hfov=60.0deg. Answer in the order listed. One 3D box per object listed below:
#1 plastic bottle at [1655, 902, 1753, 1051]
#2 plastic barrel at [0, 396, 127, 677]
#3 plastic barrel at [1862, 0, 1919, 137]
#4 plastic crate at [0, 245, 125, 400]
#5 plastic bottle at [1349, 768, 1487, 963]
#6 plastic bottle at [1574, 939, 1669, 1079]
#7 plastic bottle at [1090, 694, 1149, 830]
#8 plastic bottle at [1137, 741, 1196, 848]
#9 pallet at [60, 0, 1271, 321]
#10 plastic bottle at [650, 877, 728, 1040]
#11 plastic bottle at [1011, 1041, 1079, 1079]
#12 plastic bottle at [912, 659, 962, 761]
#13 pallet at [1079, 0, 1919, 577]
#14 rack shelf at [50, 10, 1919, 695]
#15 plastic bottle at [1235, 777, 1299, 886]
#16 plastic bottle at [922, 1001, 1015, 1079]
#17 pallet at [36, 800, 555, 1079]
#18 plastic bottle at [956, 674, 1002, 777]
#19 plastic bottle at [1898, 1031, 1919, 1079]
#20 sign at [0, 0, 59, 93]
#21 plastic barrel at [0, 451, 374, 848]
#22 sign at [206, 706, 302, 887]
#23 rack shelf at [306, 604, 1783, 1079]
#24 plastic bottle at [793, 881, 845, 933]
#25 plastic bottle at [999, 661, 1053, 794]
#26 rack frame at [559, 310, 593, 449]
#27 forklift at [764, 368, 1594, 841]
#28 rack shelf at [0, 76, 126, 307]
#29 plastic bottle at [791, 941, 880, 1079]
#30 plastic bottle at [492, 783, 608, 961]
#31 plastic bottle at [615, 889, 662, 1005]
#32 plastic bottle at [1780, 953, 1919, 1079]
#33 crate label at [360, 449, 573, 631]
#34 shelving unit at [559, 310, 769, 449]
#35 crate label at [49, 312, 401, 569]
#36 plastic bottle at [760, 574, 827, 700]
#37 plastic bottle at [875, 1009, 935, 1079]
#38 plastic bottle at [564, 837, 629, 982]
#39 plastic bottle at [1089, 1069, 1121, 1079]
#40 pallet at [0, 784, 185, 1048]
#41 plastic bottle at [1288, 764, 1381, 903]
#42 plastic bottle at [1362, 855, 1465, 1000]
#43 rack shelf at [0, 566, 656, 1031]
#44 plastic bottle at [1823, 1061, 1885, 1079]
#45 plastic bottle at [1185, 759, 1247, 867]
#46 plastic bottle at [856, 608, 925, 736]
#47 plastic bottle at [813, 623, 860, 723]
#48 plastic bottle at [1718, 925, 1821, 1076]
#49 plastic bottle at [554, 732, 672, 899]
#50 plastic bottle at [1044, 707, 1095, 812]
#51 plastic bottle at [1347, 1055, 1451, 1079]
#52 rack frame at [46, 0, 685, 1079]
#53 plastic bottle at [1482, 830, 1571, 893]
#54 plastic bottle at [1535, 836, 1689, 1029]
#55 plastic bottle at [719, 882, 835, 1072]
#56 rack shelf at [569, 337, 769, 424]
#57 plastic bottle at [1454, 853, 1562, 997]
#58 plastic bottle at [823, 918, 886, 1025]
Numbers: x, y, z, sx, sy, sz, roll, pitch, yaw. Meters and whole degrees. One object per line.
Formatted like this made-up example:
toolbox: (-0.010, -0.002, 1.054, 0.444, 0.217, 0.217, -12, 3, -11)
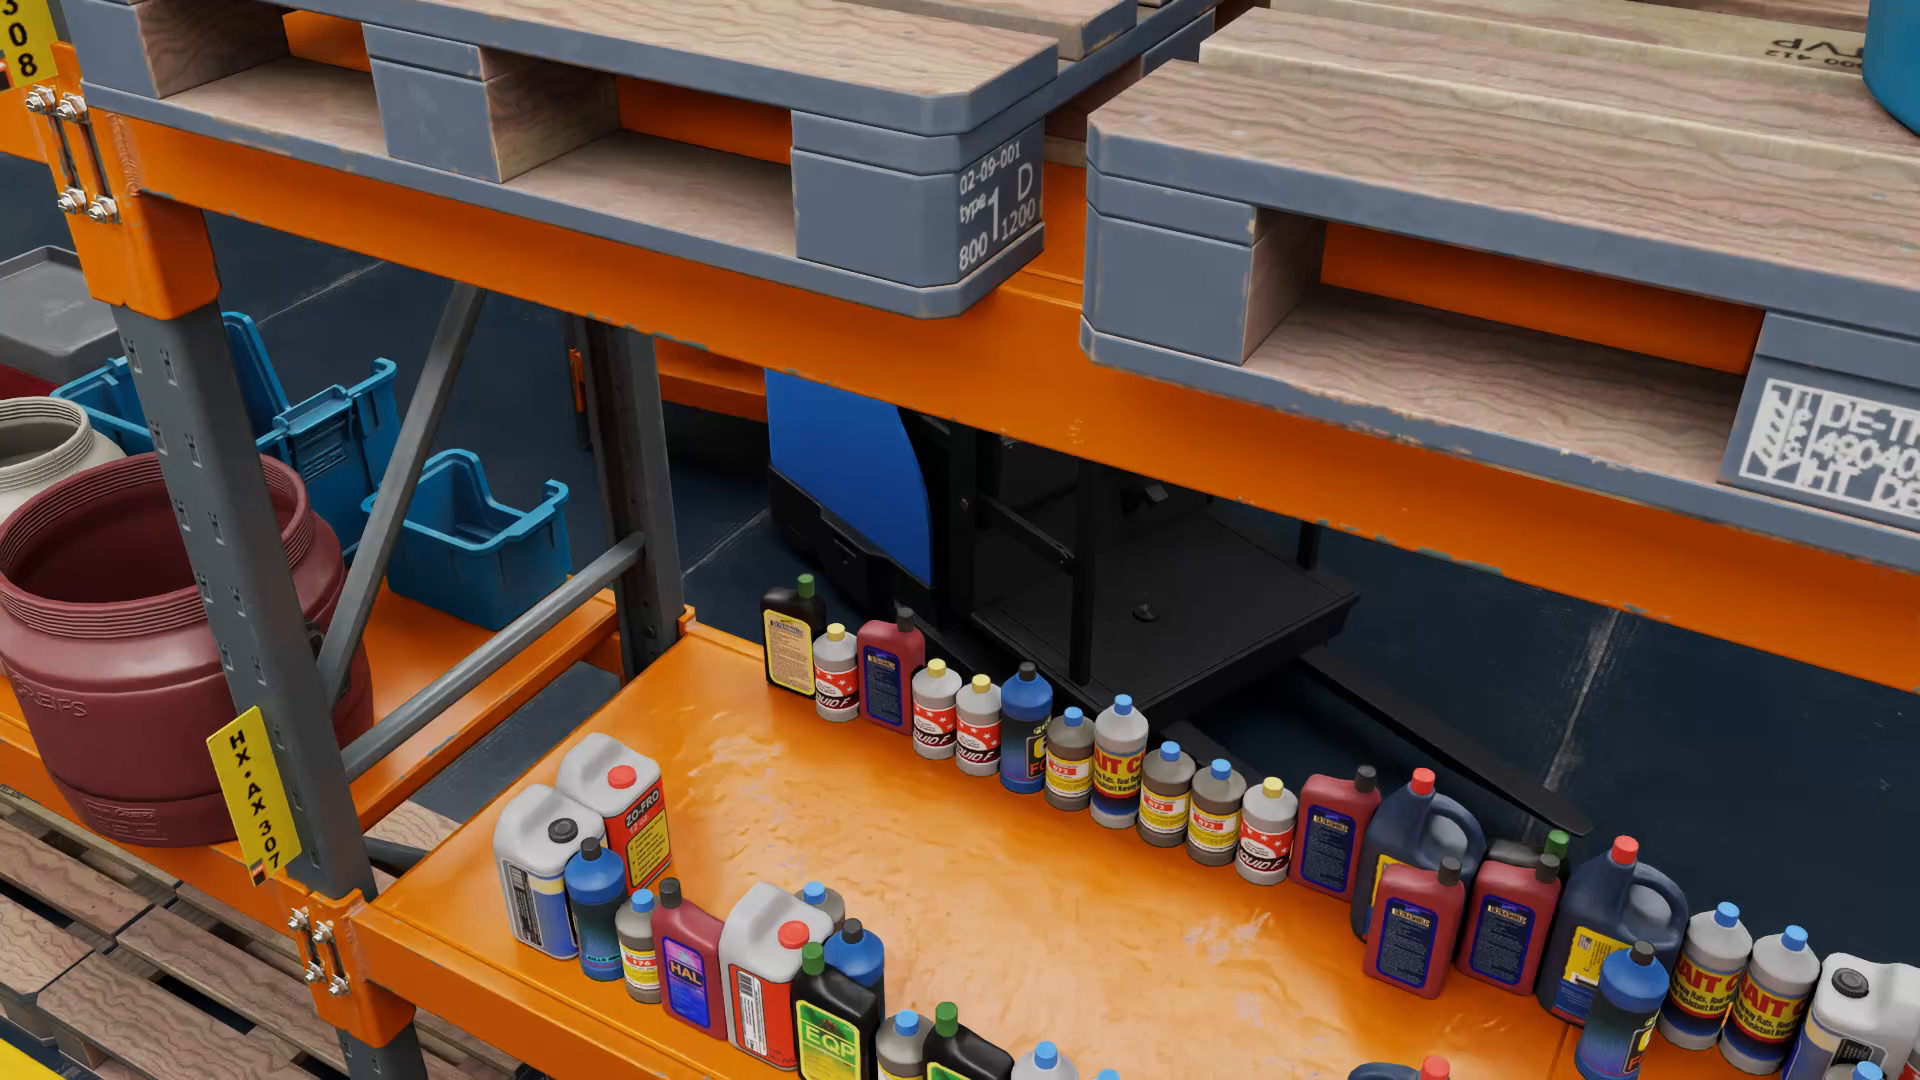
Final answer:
plastic bottle: (1.184, 0.682, 2.636, 0.097, 0.271, 0.097, 0, 34, 0)
plastic barrel: (-1.898, 0.002, 3.439, 0.421, 0.512, 0.421, 0, 34, 0)
plastic barrel: (1.016, -0.699, 1.056, 0.708, 0.901, 0.600, 18, 37, 24)
plastic crate: (-2.150, -0.389, 4.071, 0.583, 0.464, 0.402, 18, 37, 24)
plastic bottle: (0.774, 0.533, 2.787, 0.185, 0.351, 0.144, 18, 37, 24)
plastic bottle: (1.028, 0.724, 2.572, 0.097, 0.271, 0.097, 0, 34, 0)
plastic bottle: (0.294, 0.399, 3.060, 0.097, 0.271, 0.097, 0, 34, 0)
plastic bottle: (0.378, 0.455, 3.039, 0.097, 0.201, 0.097, 0, 34, 0)
pallet: (-0.283, -0.684, 2.034, 1.213, 0.211, 1.003, 18, 37, 24)
plastic bottle: (-0.421, 0.664, 2.651, 0.133, 0.283, 0.061, 18, 37, 24)
plastic bottle: (0.121, 0.829, 2.414, 0.097, 0.271, 0.097, 0, 34, 0)
plastic bottle: (-0.045, 0.322, 3.240, 0.097, 0.201, 0.097, 0, 34, 0)
pallet: (0.859, -0.320, 1.488, 1.213, 0.211, 1.003, 18, 37, 24)
rack shelf: (0.838, -0.170, 1.742, 4.000, 0.370, 1.077, 18, 37, 24)
plastic bottle: (0.547, 0.509, 2.959, 0.097, 0.201, 0.097, 0, 34, 0)
plastic bottle: (0.012, 0.802, 2.445, 0.133, 0.283, 0.061, 18, 37, 24)
pallet: (-1.552, 1.158, 4.321, 1.213, 0.211, 1.003, 18, 37, 24)
plastic bottle: (0.040, 0.348, 3.200, 0.097, 0.201, 0.097, 0, 34, 0)
plastic bottle: (1.470, 0.801, 2.520, 0.097, 0.201, 0.097, 0, 34, 0)
sign: (-1.166, -0.709, 1.997, 0.005, 0.325, 0.100, 18, 37, 24)
plastic barrel: (-1.452, 0.190, 3.135, 0.708, 0.536, 0.600, 18, 37, 24)
sign: (-1.166, 0.428, 2.754, 0.005, 0.325, 0.100, 18, 37, 24)
rack shelf: (0.838, 1.078, 2.573, 4.000, 0.370, 1.077, 18, 37, 24)
plastic bottle: (-0.236, 0.648, 2.749, 0.097, 0.201, 0.097, 0, 34, 0)
plastic bottle: (0.124, 0.346, 3.140, 0.097, 0.271, 0.097, 0, 34, 0)
rack frame: (-1.446, -0.970, 6.690, 0.032, 1.125, 0.500, 14, 36, 19)
forklift: (0.584, -0.782, 4.780, 1.130, 2.935, 3.031, -23, 40, -31)
rack shelf: (-2.635, -1.270, 3.394, 4.000, 0.370, 1.077, 18, 37, 24)
plastic bottle: (-0.188, 0.738, 2.541, 0.133, 0.283, 0.061, 18, 37, 24)
plastic bottle: (-0.684, 0.555, 2.822, 0.135, 0.276, 0.152, 18, 37, 24)
plastic bottle: (-0.512, 0.658, 2.735, 0.097, 0.201, 0.097, 0, 34, 0)
plastic bottle: (1.356, 0.752, 2.527, 0.135, 0.276, 0.152, 18, 37, 24)
crate label: (-1.079, 0.002, 3.691, 0.416, 0.233, 0.303, 18, 37, 24)
shelving unit: (-0.980, -0.857, 6.522, 1.048, 1.125, 0.538, 14, 36, 19)
crate label: (-1.627, -0.189, 3.796, 0.616, 0.435, 0.502, 18, 37, 24)
plastic bottle: (-0.336, 0.183, 3.374, 0.133, 0.283, 0.061, 18, 37, 24)
plastic bottle: (-0.079, 0.795, 2.529, 0.097, 0.201, 0.097, 0, 34, 0)
plastic bottle: (-0.597, 0.602, 2.756, 0.097, 0.271, 0.097, 0, 34, 0)
plastic bottle: (0.206, 0.856, 2.374, 0.097, 0.271, 0.097, 0, 34, 0)
pallet: (-2.607, 0.822, 4.826, 1.213, 0.211, 1.003, 18, 37, 24)
plastic bottle: (0.656, 0.498, 2.902, 0.133, 0.283, 0.061, 18, 37, 24)
plastic bottle: (0.745, 0.618, 2.721, 0.133, 0.283, 0.061, 18, 37, 24)
rack shelf: (-2.635, -0.022, 4.225, 4.000, 0.370, 1.077, 18, 37, 24)
plastic bottle: (1.310, 0.848, 2.450, 0.097, 0.201, 0.097, 0, 34, 0)
plastic bottle: (0.463, 0.482, 2.999, 0.097, 0.201, 0.097, 0, 34, 0)
plastic bottle: (-0.136, 0.247, 3.278, 0.133, 0.283, 0.061, 18, 37, 24)
plastic bottle: (-0.245, 0.258, 3.335, 0.097, 0.201, 0.097, 0, 34, 0)
plastic bottle: (1.269, 0.708, 2.596, 0.097, 0.271, 0.097, 0, 34, 0)
plastic bottle: (-0.608, 0.482, 2.932, 0.135, 0.276, 0.152, 18, 37, 24)
plastic bottle: (0.209, 0.402, 3.120, 0.097, 0.201, 0.097, 0, 34, 0)
plastic bottle: (0.616, 0.841, 2.325, 0.185, 0.351, 0.144, 18, 37, 24)
rack frame: (-0.899, 0.229, 3.200, 0.127, 3.000, 1.000, 18, 37, 24)
plastic bottle: (0.933, 0.585, 2.770, 0.133, 0.283, 0.061, 18, 37, 24)
plastic bottle: (1.050, 0.621, 2.656, 0.185, 0.351, 0.144, 18, 37, 24)
plastic bottle: (-0.282, 0.682, 2.631, 0.135, 0.276, 0.152, 18, 37, 24)
rack shelf: (-0.980, -0.654, 6.657, 1.000, 0.278, 0.538, 14, 36, 19)
plastic bottle: (0.902, 0.615, 2.726, 0.133, 0.283, 0.061, 18, 37, 24)
plastic bottle: (-0.165, 0.700, 2.609, 0.097, 0.271, 0.097, 0, 34, 0)
